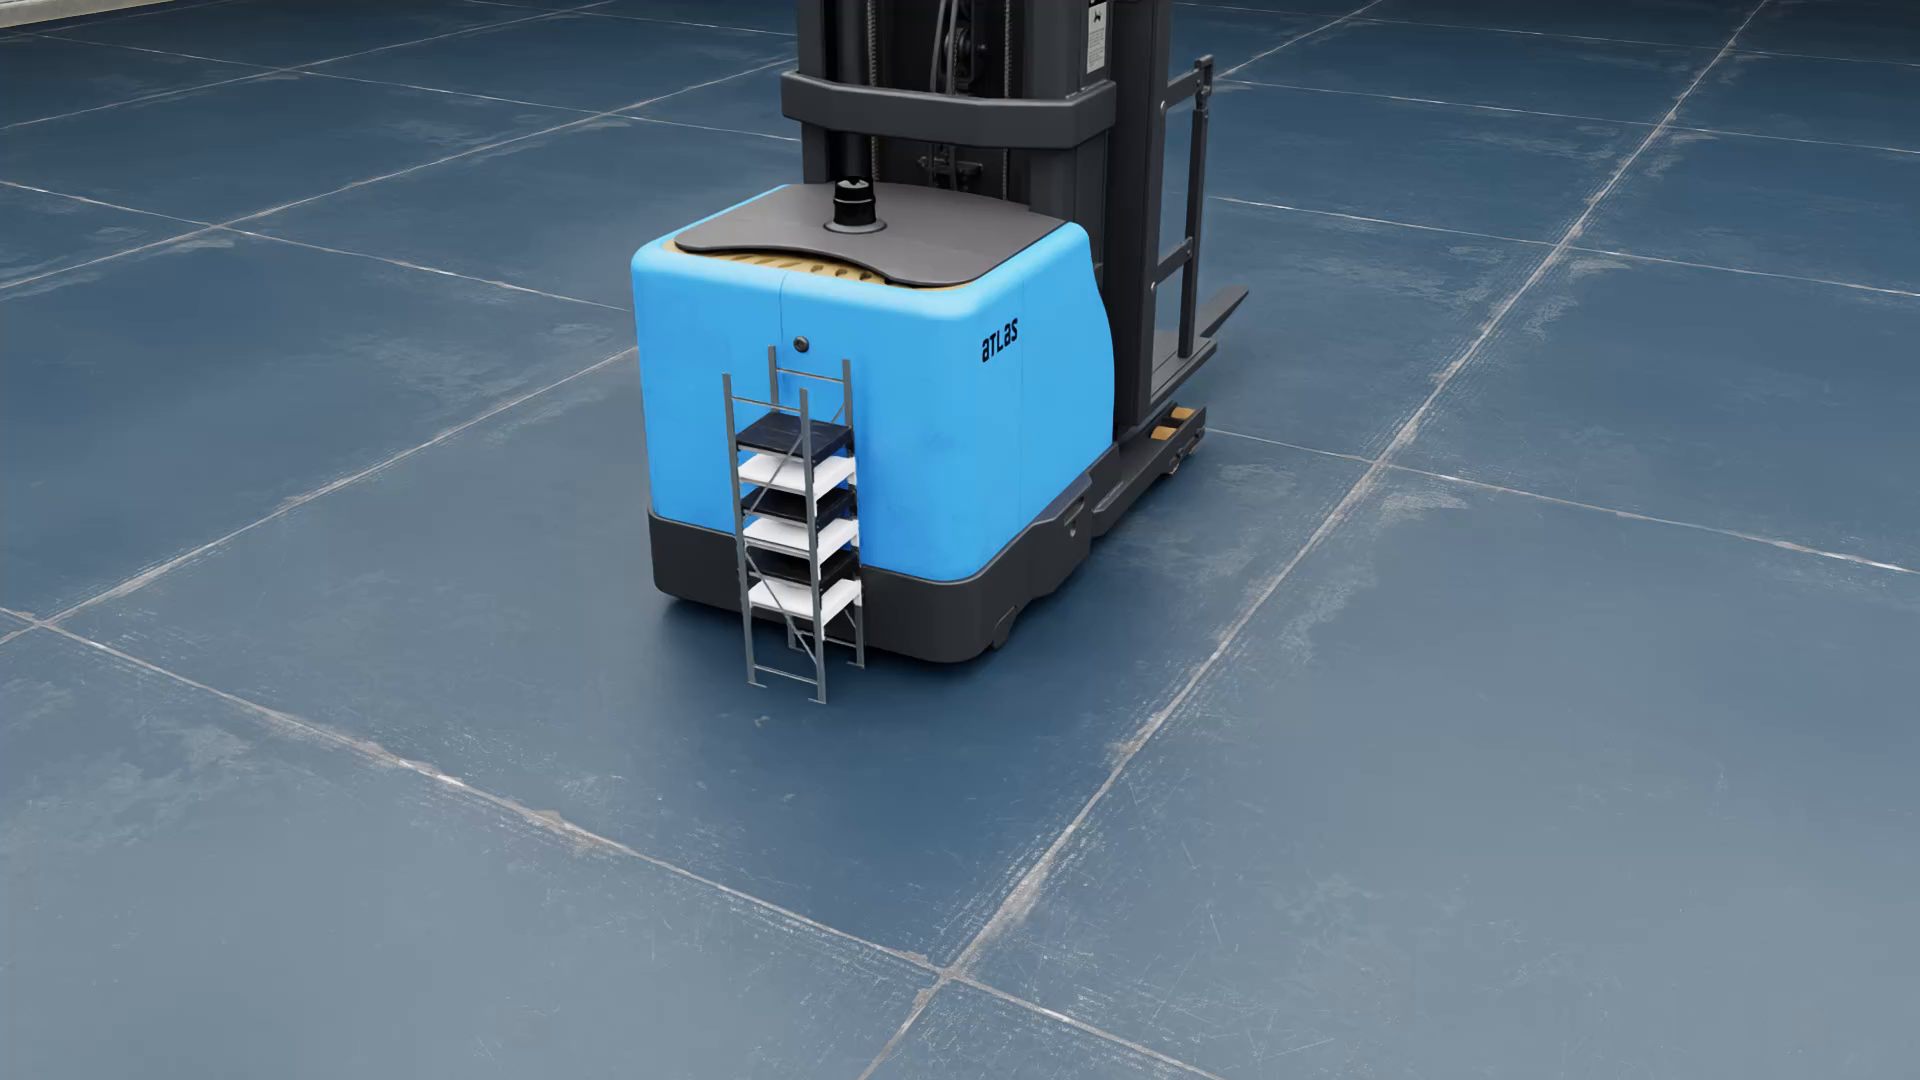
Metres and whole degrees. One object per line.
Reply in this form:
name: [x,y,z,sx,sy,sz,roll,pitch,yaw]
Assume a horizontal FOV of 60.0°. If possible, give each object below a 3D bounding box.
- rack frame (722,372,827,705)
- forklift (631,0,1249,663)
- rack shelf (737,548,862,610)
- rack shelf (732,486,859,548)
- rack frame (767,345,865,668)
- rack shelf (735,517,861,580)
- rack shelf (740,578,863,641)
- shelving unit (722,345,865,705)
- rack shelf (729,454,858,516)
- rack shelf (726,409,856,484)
rack frame: [-0.466,0.013,4.218,0.240,0.900,0.006,13,31,24]
forklift: [0.214,-1.613,5.197,1.130,2.935,3.031,12,29,23]
rack shelf: [-0.419,0.079,4.356,0.258,0.077,0.200,13,31,24]
rack shelf: [-0.421,-0.080,4.271,0.258,0.077,0.200,13,31,24]
rack frame: [-0.374,-0.073,4.378,0.240,0.900,0.006,13,31,24]
rack shelf: [-0.420,-0.001,4.314,0.258,0.077,0.200,13,31,24]
rack shelf: [-0.417,0.158,4.398,0.258,0.077,0.200,13,31,24]
shelving unit: [-0.420,-0.030,4.298,0.258,0.900,0.210,13,31,24]
rack shelf: [-0.422,-0.159,4.229,0.258,0.077,0.200,13,31,24]
rack shelf: [-0.423,-0.239,4.187,0.258,0.077,0.200,13,31,24]
